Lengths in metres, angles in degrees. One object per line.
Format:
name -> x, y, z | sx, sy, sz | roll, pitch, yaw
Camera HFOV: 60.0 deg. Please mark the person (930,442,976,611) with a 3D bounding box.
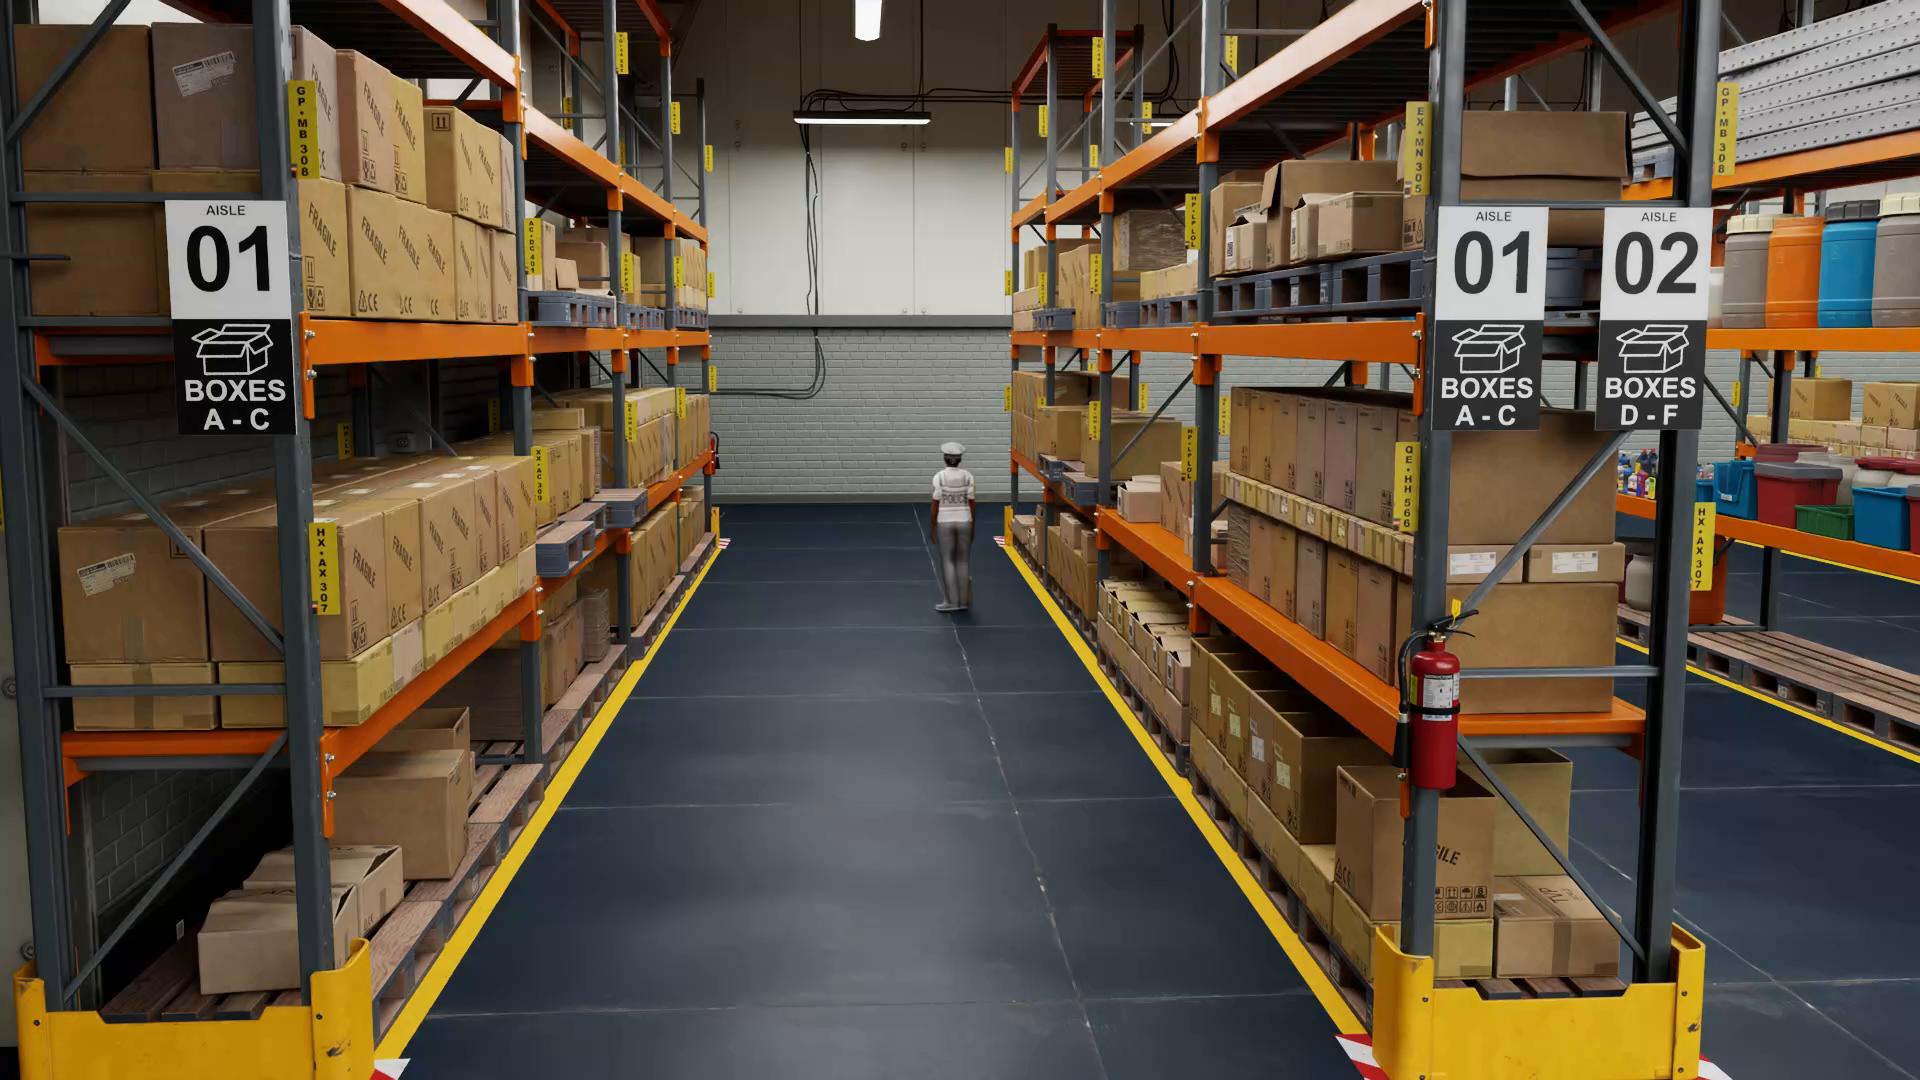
person -> -0.075, -0.136, 16.678 | 0.452, 1.688, 0.434 | -2, 7, -13
